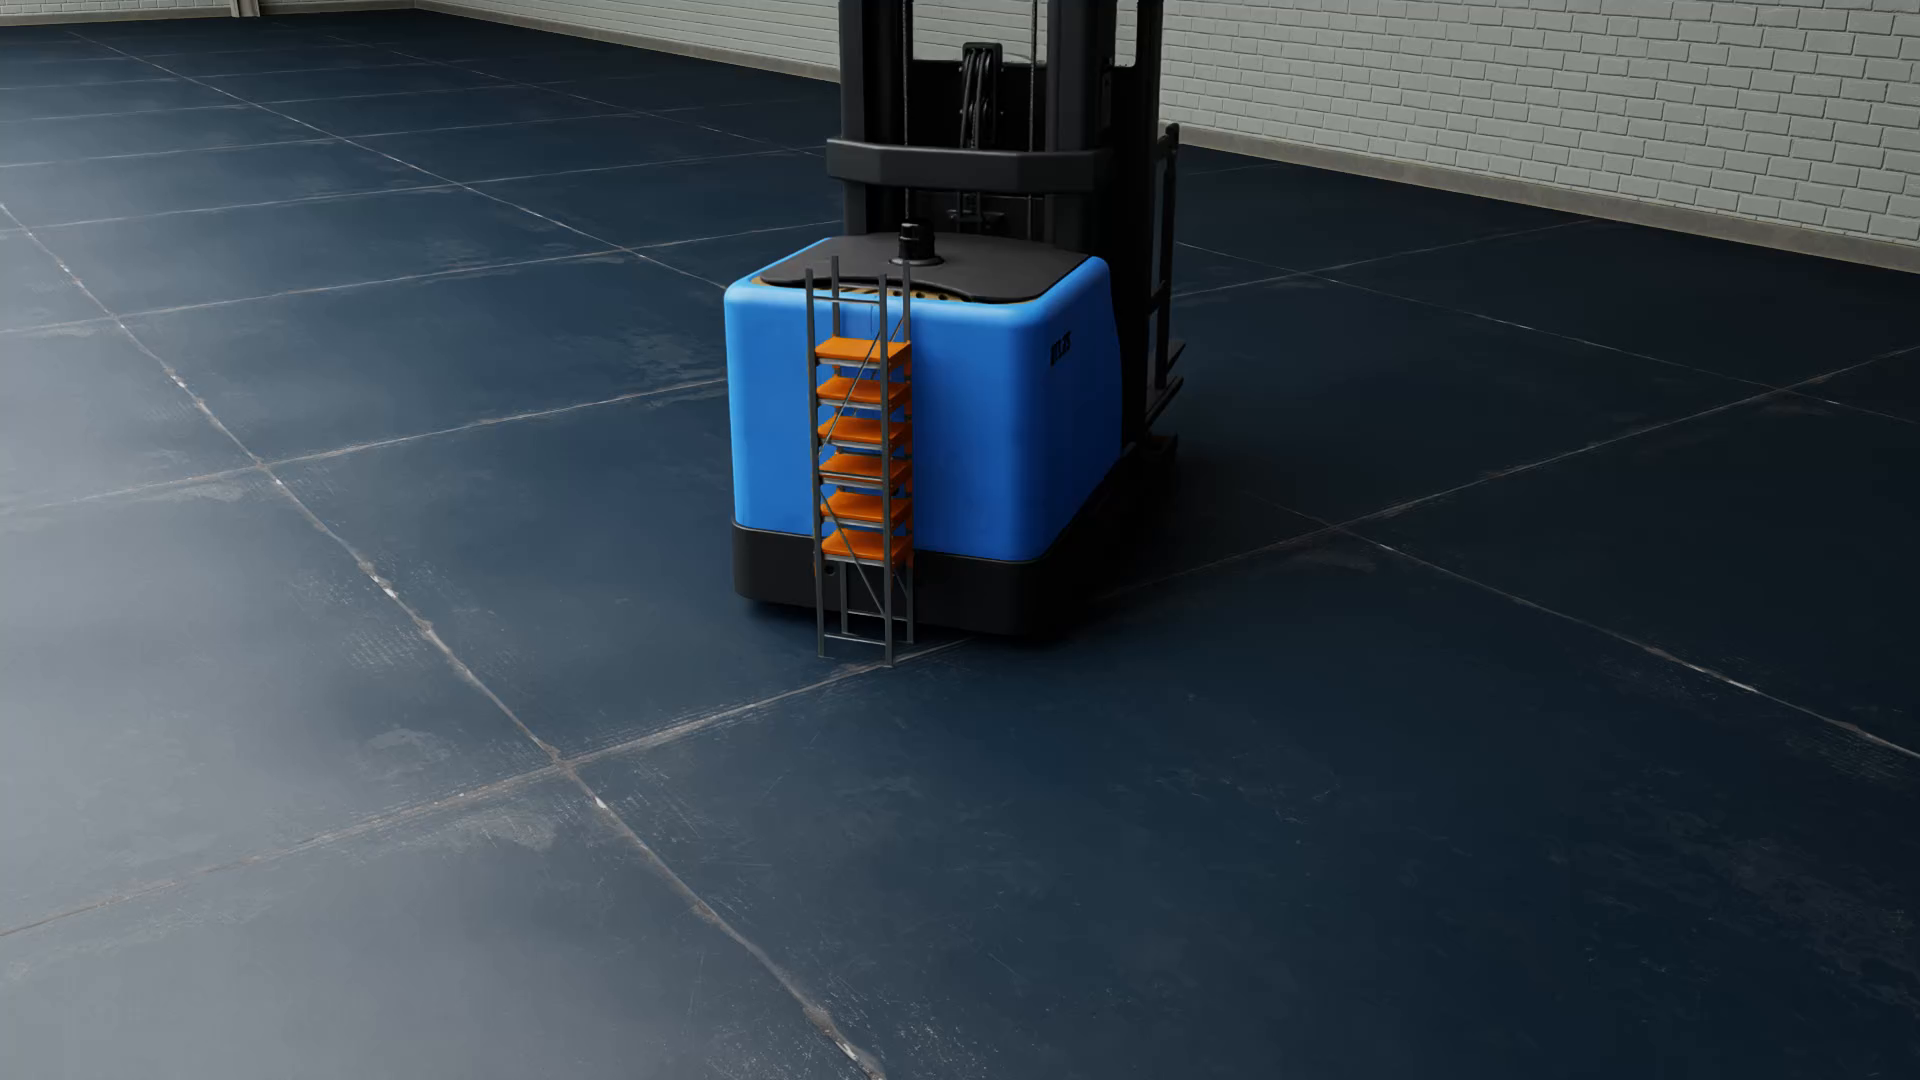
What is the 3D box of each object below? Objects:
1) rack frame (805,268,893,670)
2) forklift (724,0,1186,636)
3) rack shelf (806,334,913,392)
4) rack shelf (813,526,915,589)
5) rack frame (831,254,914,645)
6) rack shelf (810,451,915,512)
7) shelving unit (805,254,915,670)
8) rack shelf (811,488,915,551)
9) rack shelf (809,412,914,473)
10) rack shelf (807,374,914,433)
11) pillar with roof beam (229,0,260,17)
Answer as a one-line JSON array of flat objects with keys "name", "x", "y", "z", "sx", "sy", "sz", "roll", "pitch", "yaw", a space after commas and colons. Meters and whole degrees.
[{"name": "rack frame", "x": -0.315, "y": -0.183, "z": 4.799, "sx": 0.240, "sy": 1.200, "sz": 0.006, "roll": 7, "pitch": 23, "yaw": 17}, {"name": "forklift", "x": 0.227, "y": -1.586, "z": 5.978, "sx": 1.130, "sy": 2.935, "sz": 3.031, "roll": 7, "pitch": 23, "yaw": 17}, {"name": "rack shelf", "x": -0.286, "y": -0.509, "z": 4.762, "sx": 0.258, "sy": 0.103, "sz": 0.180, "roll": 7, "pitch": 23, "yaw": 17}, {"name": "rack shelf", "x": -0.286, "y": 0.049, "z": 4.985, "sx": 0.258, "sy": 0.103, "sz": 0.180, "roll": 7, "pitch": 23, "yaw": 17}, {"name": "rack frame", "x": -0.256, "y": -0.248, "z": 4.960, "sx": 0.240, "sy": 1.200, "sz": 0.006, "roll": 7, "pitch": 23, "yaw": 17}, {"name": "rack shelf", "x": -0.286, "y": -0.174, "z": 4.896, "sx": 0.258, "sy": 0.103, "sz": 0.180, "roll": 7, "pitch": 23, "yaw": 17}, {"name": "shelving unit", "x": -0.286, "y": -0.215, "z": 4.879, "sx": 0.258, "sy": 1.200, "sz": 0.189, "roll": 7, "pitch": 23, "yaw": 17}, {"name": "rack shelf", "x": -0.286, "y": -0.063, "z": 4.940, "sx": 0.258, "sy": 0.103, "sz": 0.180, "roll": 7, "pitch": 23, "yaw": 17}, {"name": "rack shelf", "x": -0.286, "y": -0.286, "z": 4.851, "sx": 0.258, "sy": 0.103, "sz": 0.180, "roll": 7, "pitch": 23, "yaw": 17}, {"name": "rack shelf", "x": -0.286, "y": -0.397, "z": 4.807, "sx": 0.258, "sy": 0.103, "sz": 0.180, "roll": 7, "pitch": 23, "yaw": 17}, {"name": "pillar with roof beam", "x": -9.637, "y": -11.800, "z": 23.389, "sx": 0.400, "sy": 9.000, "sz": 9.100, "roll": -15, "pitch": 26, "yaw": -33}]
